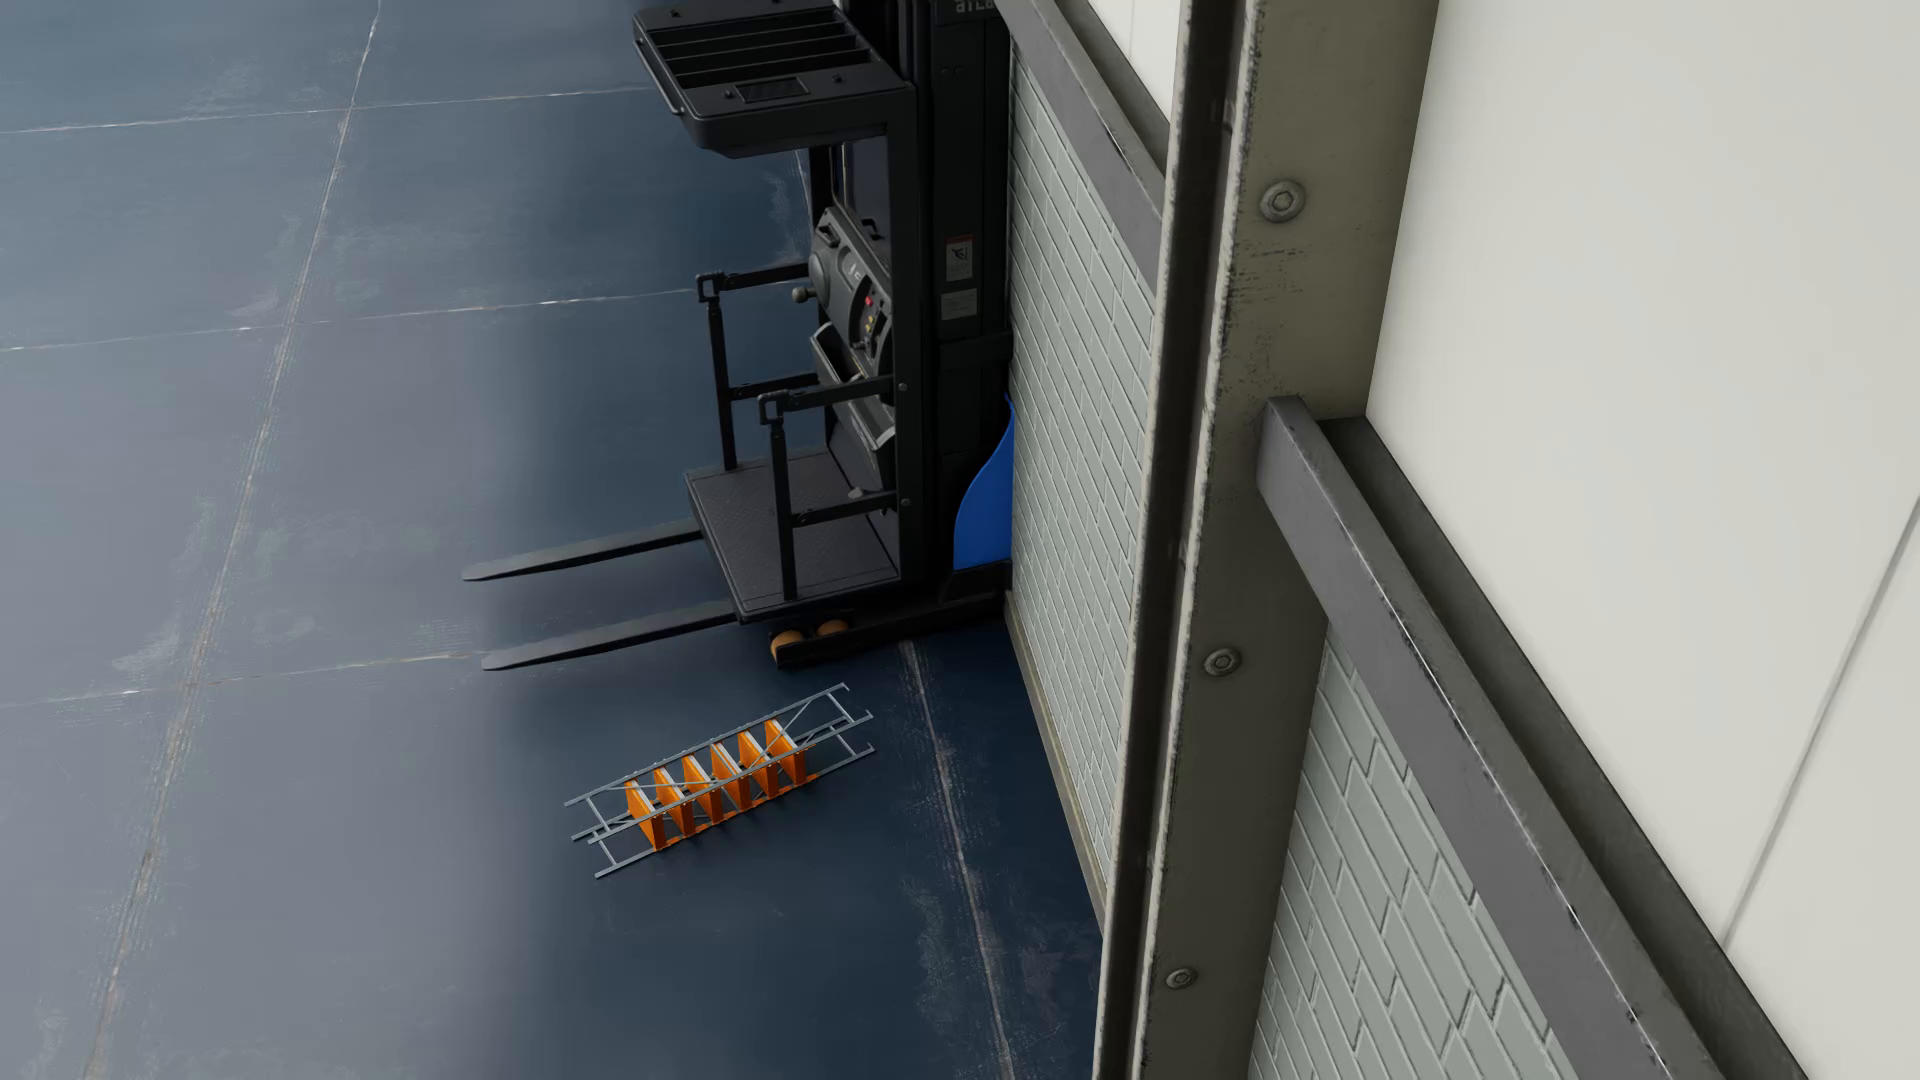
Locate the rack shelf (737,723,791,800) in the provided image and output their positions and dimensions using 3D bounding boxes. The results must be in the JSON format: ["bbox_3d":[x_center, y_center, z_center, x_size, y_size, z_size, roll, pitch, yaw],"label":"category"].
[{"bbox_3d":[-0.768,0.857,6.490,0.103,0.180,0.258,-22,43,-26],"label":"rack shelf"}]

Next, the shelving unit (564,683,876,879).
[{"bbox_3d":[-0.905,0.912,6.418,1.200,0.189,0.258,-22,43,-26],"label":"shelving unit"}]

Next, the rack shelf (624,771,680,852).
[{"bbox_3d":[-1.169,1.019,6.281,0.103,0.180,0.258,-22,43,-26],"label":"rack shelf"}]

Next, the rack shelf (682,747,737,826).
[{"bbox_3d":[-0.968,0.938,6.385,0.103,0.180,0.258,-22,43,-26],"label":"rack shelf"}]

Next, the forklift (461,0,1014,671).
[{"bbox_3d":[-0.627,-0.976,6.618,3.031,2.935,1.130,-13,40,-16],"label":"forklift"}]

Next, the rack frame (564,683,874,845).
[{"bbox_3d":[-0.905,0.840,6.362,1.200,0.006,0.240,-22,43,-26],"label":"rack frame"}]

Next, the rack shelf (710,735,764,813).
[{"bbox_3d":[-0.868,0.897,6.437,0.103,0.180,0.258,-22,43,-26],"label":"rack shelf"}]

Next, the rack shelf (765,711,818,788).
[{"bbox_3d":[-0.668,0.816,6.542,0.103,0.180,0.258,-22,43,-26],"label":"rack shelf"}]

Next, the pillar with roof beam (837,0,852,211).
[{"bbox_3d":[-4.713,-4.653,6.404,9.100,9.000,0.400,-6,38,-8],"label":"pillar with roof beam"}]

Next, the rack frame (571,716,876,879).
[{"bbox_3d":[-0.905,0.984,6.474,1.200,0.006,0.240,-22,43,-26],"label":"rack frame"}]

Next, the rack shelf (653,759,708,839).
[{"bbox_3d":[-1.069,0.978,6.333,0.103,0.180,0.258,-22,43,-26],"label":"rack shelf"}]
